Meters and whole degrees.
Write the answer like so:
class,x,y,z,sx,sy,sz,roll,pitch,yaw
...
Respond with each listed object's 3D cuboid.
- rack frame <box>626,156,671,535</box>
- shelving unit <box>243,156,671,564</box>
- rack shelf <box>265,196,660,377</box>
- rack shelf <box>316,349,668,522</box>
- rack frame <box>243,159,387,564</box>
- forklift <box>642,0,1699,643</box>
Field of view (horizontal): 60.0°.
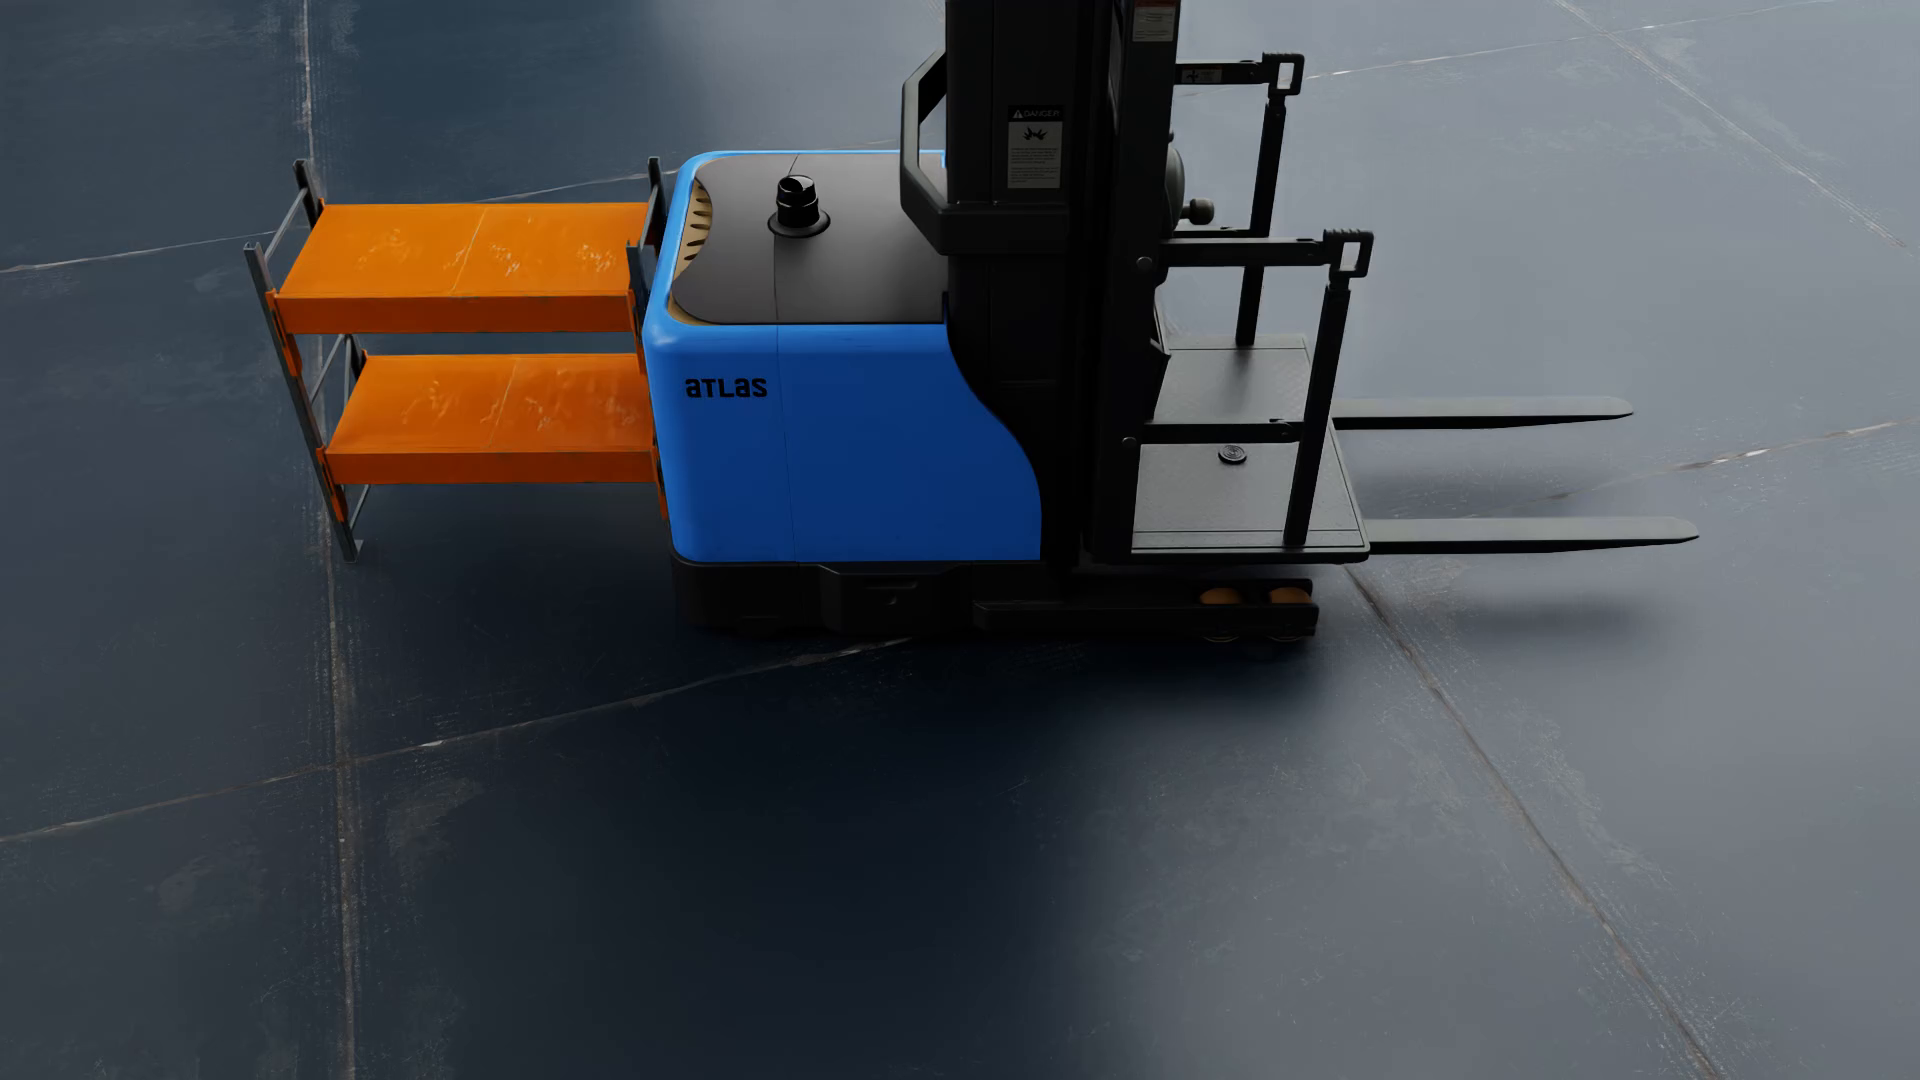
class,x,y,z,sx,sy,sz,roll,pitch,yaw
rack frame,-0.880,-0.521,4.992,0.032,1.125,0.500,0,41,-1
shelving unit,-1.388,-0.517,4.987,1.048,1.125,0.538,0,41,-1
rack shelf,-1.388,-0.737,4.794,1.000,0.278,0.538,0,41,-1
rack shelf,-1.388,-0.333,5.148,1.000,0.278,0.538,0,41,-1
rack frame,-1.897,-0.513,4.982,0.032,1.125,0.500,0,41,-1
forklift,0.673,-1.153,4.342,3.031,2.935,1.130,-1,41,-1
